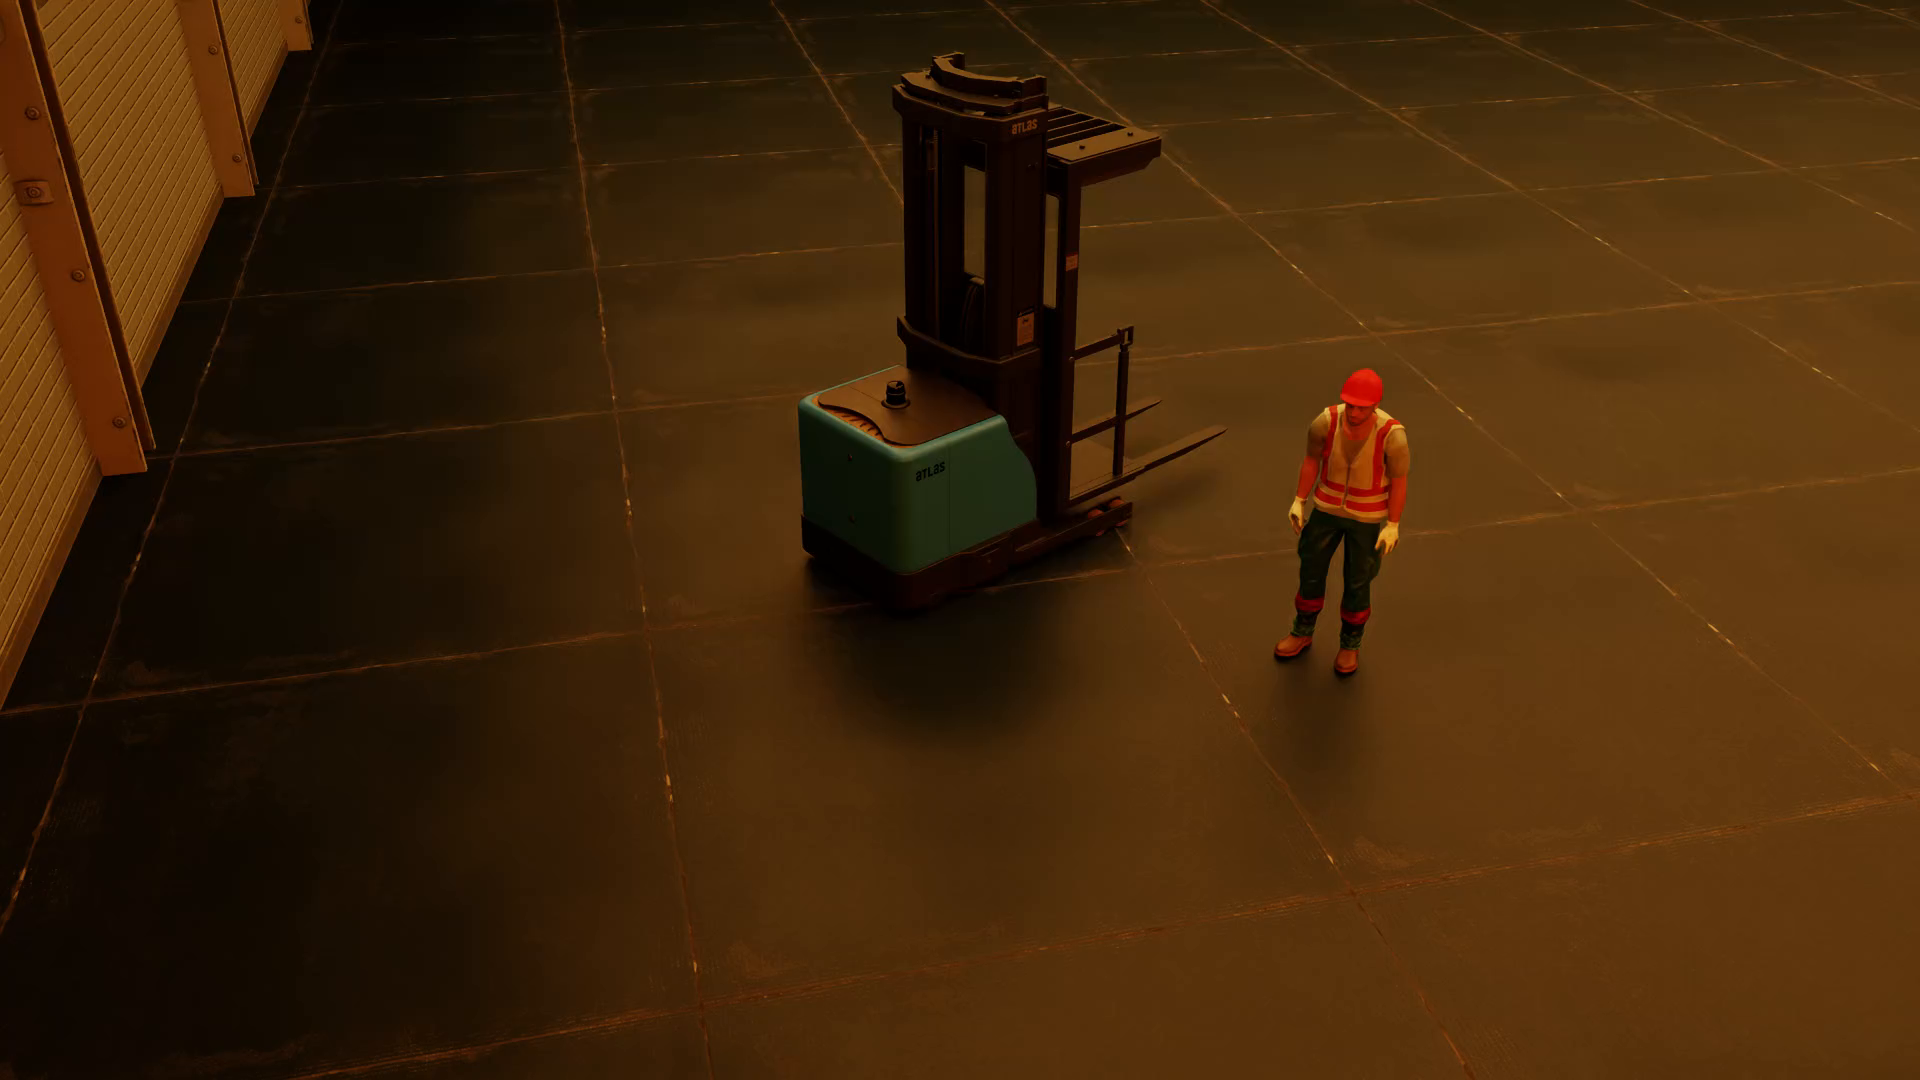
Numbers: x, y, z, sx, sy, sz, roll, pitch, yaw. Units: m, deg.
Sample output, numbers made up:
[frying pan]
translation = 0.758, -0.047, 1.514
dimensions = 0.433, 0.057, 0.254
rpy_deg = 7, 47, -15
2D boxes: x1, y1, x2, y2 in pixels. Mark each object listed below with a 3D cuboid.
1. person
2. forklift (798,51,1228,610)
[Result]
[person]
translation = 2.070, -0.119, 8.933
dimensions = 0.607, 1.779, 0.451
rpy_deg = 16, 34, 26
[forklift]
translation = 0.472, -1.473, 10.119
dimensions = 3.031, 2.935, 1.130
rpy_deg = -23, 37, -35
